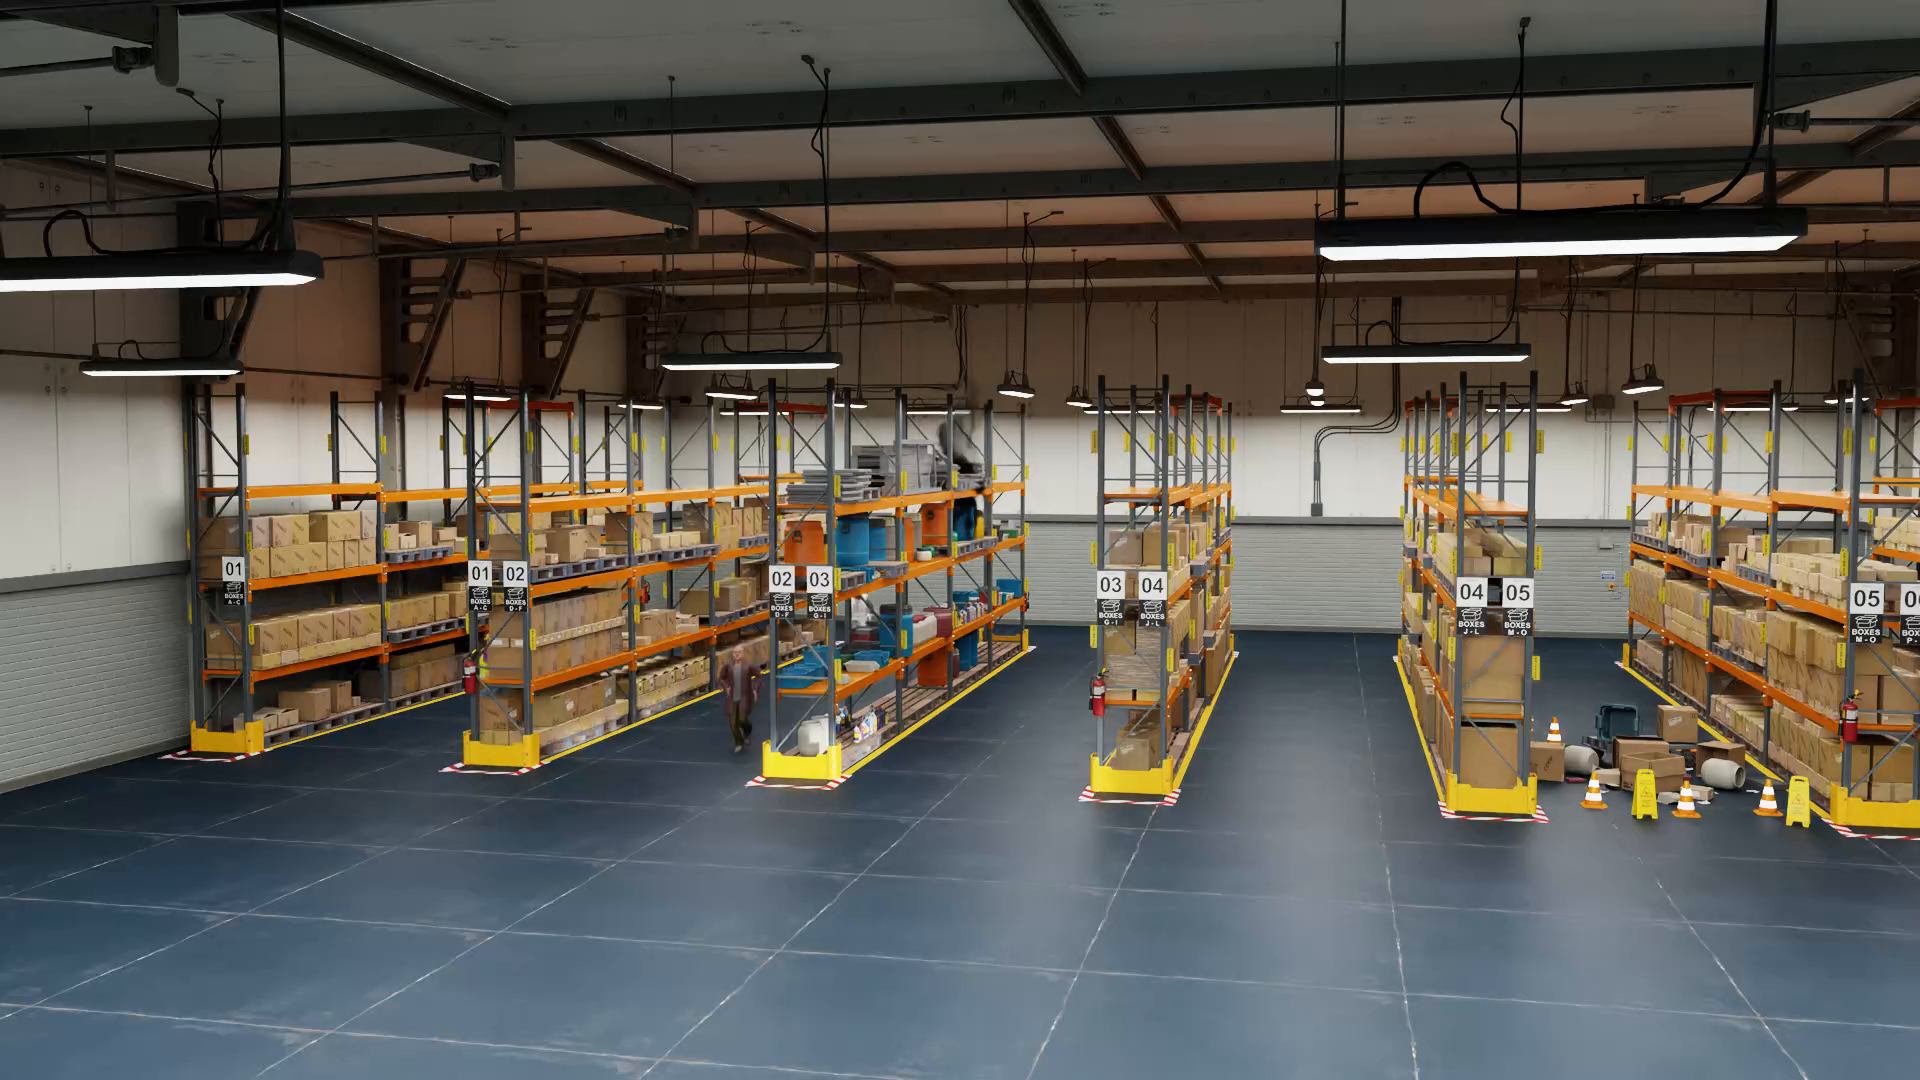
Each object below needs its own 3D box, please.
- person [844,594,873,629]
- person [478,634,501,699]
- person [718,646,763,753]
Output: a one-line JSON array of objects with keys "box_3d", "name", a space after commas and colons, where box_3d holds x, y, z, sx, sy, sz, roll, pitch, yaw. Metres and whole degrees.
[{"box_3d": [-2.337, 1.776, 38.337, 0.676, 1.613, 0.844, 0, 3, 0], "name": "person"}, {"box_3d": [-8.092, 2.489, 28.680, 0.699, 1.769, 0.927, 0, 3, 7], "name": "person"}, {"box_3d": [-3.599, 2.591, 27.055, 0.705, 1.737, 0.631, 0, 3, 5], "name": "person"}]
